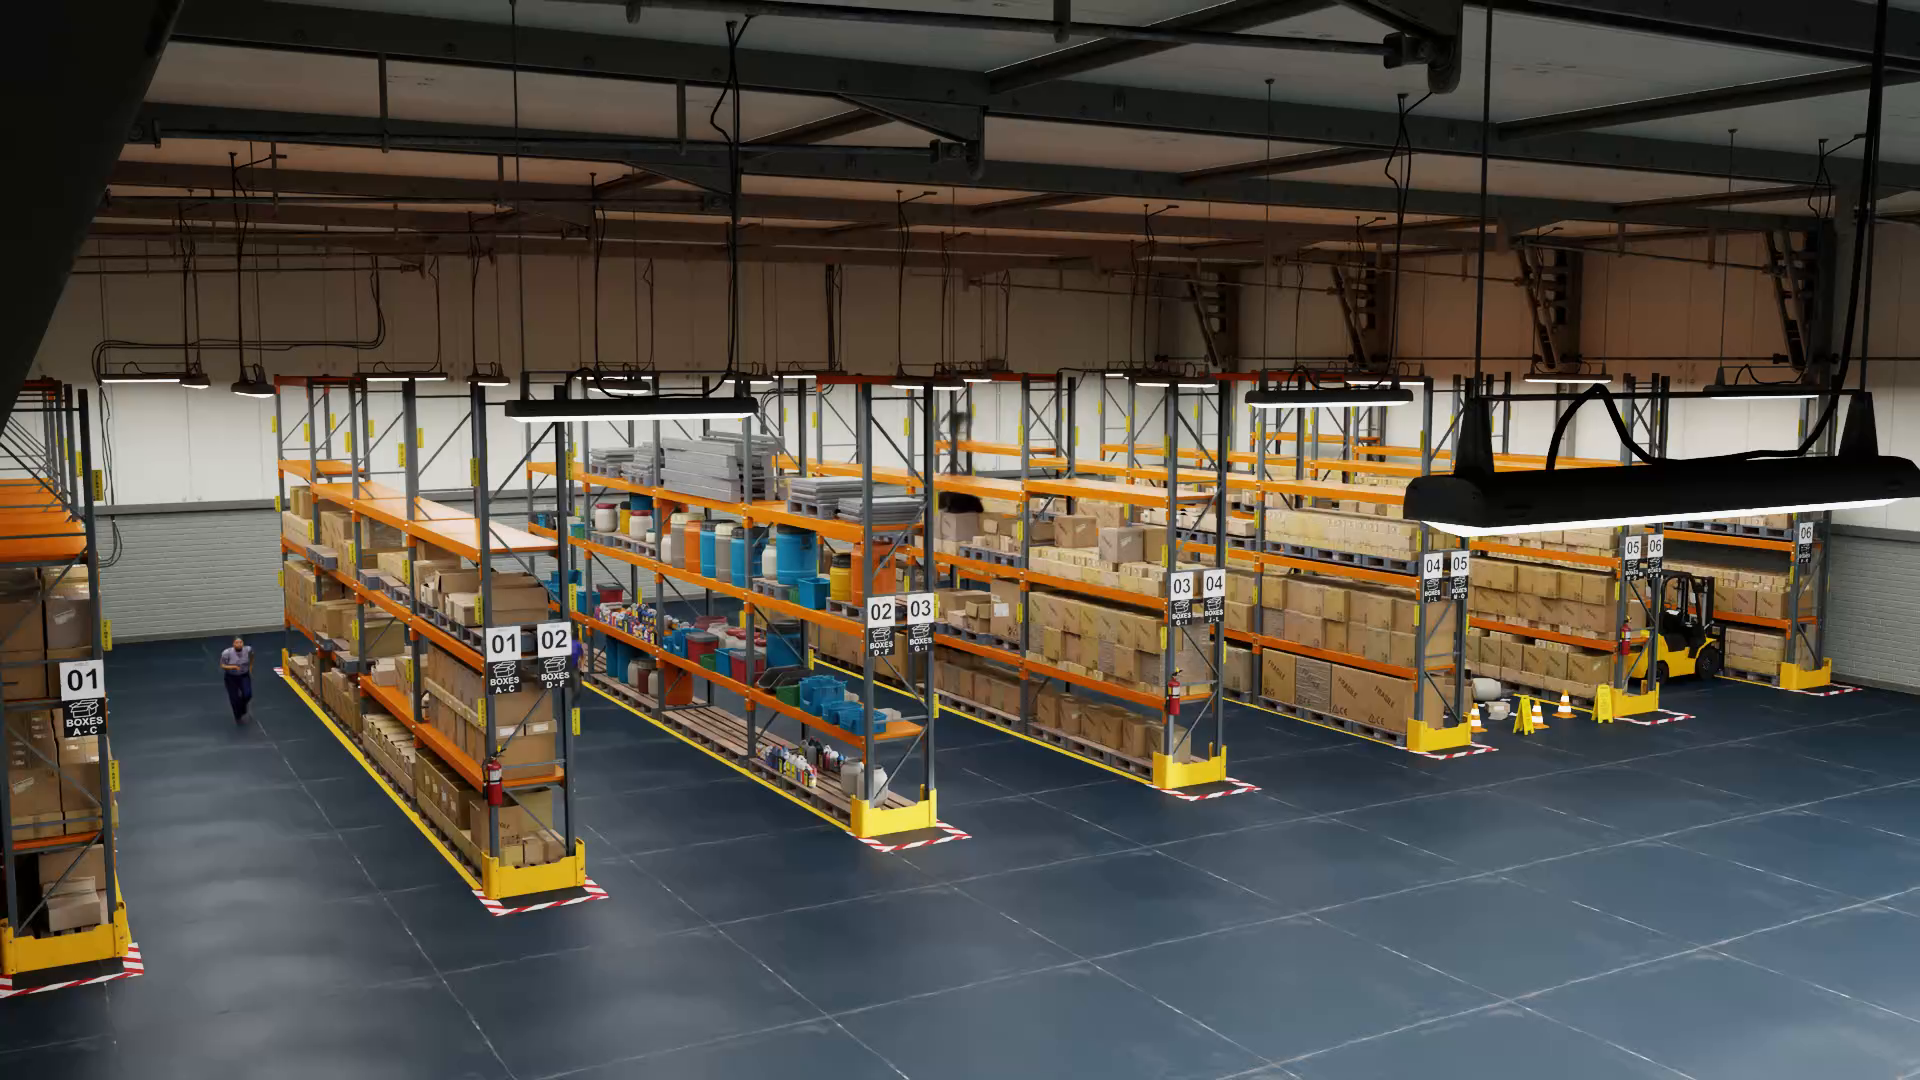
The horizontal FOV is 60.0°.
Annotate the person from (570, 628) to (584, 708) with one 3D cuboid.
[{"bbox_3d":[-6.870,2.333,29.212,0.572,1.611,0.651,-4,7,-30],"label":"person"}]

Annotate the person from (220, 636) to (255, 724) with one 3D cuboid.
[{"bbox_3d":[-12.448,2.416,28.729,0.593,1.573,0.710,-4,7,-32],"label":"person"}]
